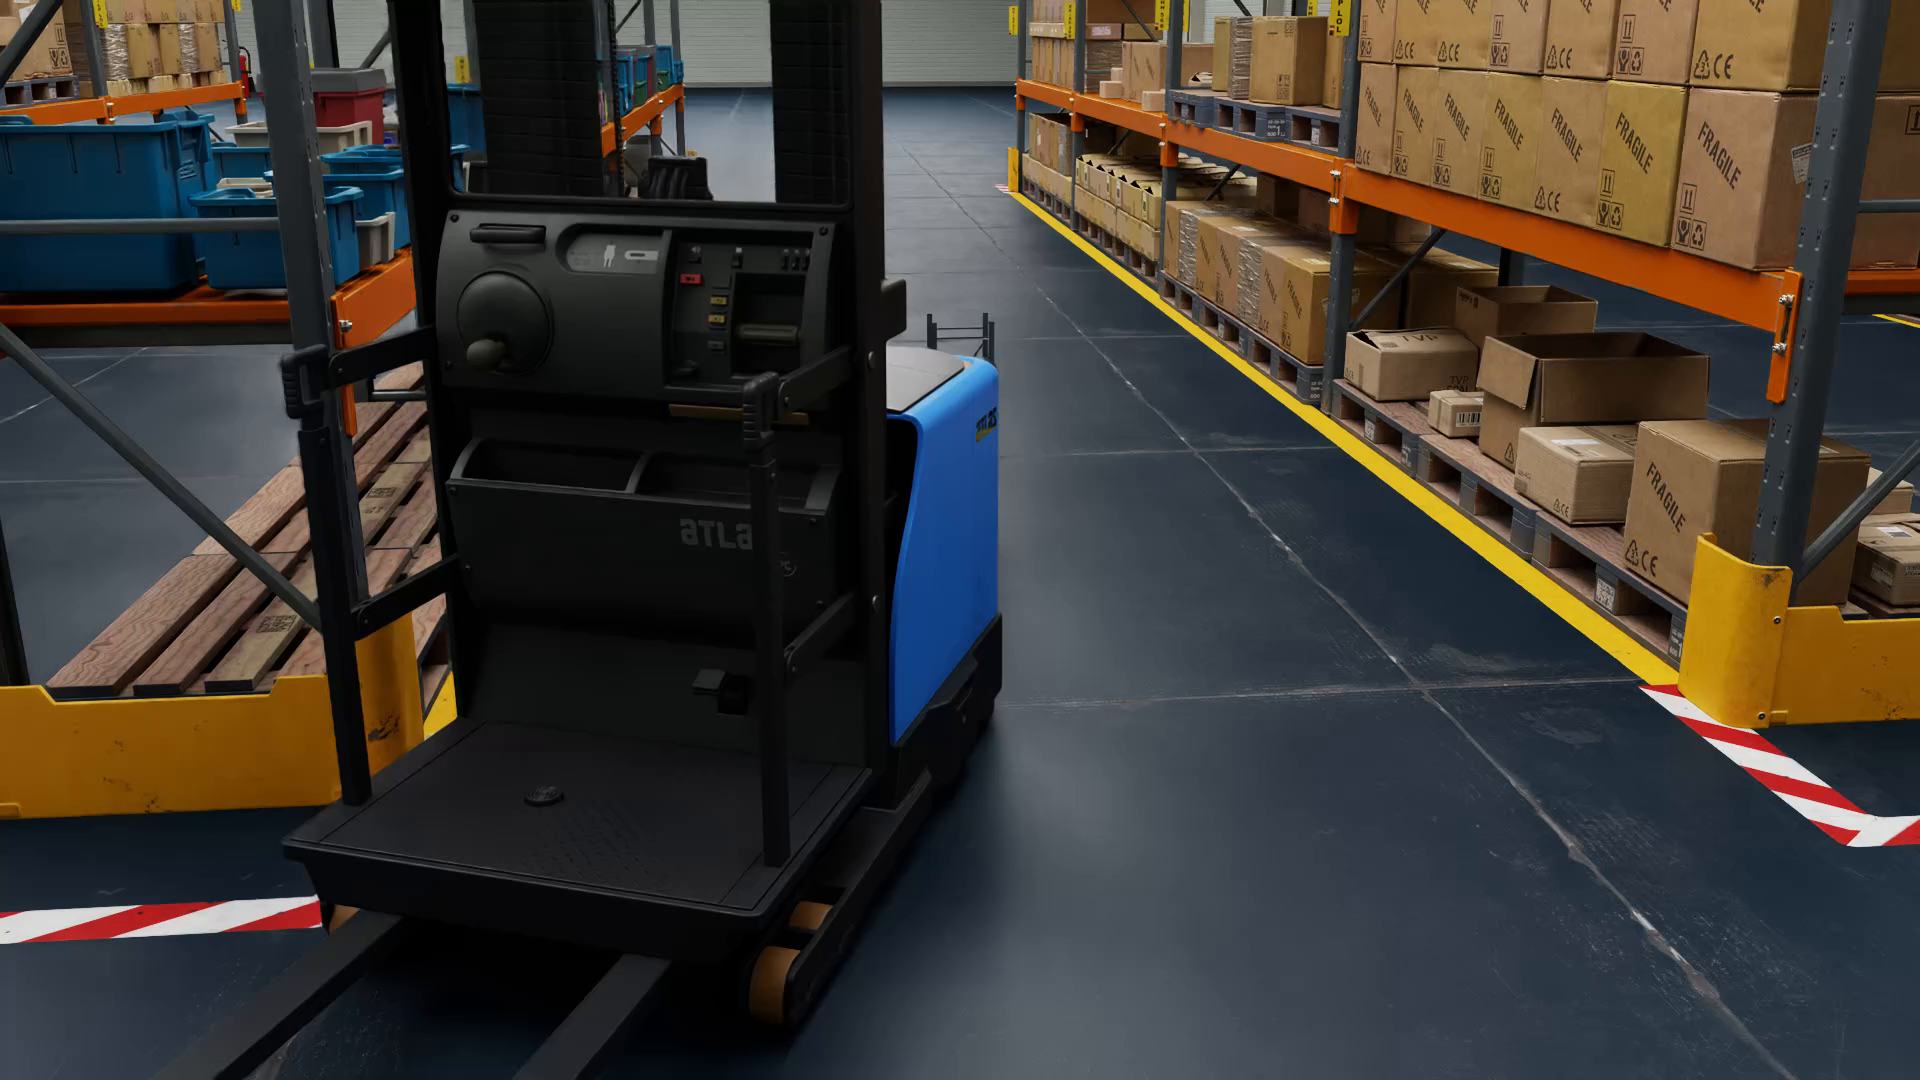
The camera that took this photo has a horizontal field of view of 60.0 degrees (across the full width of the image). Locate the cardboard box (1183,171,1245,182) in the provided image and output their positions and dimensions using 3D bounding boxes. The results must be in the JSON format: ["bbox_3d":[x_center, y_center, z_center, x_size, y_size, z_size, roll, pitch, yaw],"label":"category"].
[{"bbox_3d":[2.133,-2.932,13.961,0.500,0.311,0.500,-2,18,-7],"label":"cardboard box"}]

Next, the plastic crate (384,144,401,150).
[{"bbox_3d":[-2.601,-1.718,7.483,0.396,0.136,0.243,-2,18,-6],"label":"plastic crate"}]

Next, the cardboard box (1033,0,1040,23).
[{"bbox_3d":[1.224,-6.197,19.076,0.700,0.500,0.500,-2,18,-5],"label":"cardboard box"}]

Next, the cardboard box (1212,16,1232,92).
[{"bbox_3d":[2.185,-3.366,11.523,0.700,0.500,0.500,-8,19,-24],"label":"cardboard box"}]

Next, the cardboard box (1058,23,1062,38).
[{"bbox_3d":[1.225,-5.304,17.314,0.380,0.149,0.250,-1,17,-4],"label":"cardboard box"}]

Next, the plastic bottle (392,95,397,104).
[{"bbox_3d":[-2.927,-2.199,8.755,0.144,0.351,0.185,-2,18,-6],"label":"plastic bottle"}]

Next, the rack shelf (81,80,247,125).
[{"bbox_3d":[-8.464,-4.442,17.018,1.077,0.370,4.000,-2,18,-6],"label":"rack shelf"}]

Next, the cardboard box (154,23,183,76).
[{"bbox_3d":[-8.422,-4.961,16.807,0.875,0.500,0.500,-2,18,-6],"label":"cardboard box"}]

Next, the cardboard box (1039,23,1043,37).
[{"bbox_3d":[1.087,-5.691,18.547,0.380,0.149,0.250,-2,18,-6],"label":"cardboard box"}]

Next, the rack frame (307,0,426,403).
[{"bbox_3d":[-2.507,-1.959,7.908,1.000,3.000,0.127,-2,18,-6],"label":"rack frame"}]

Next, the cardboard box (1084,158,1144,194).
[{"bbox_3d":[1.437,-3.370,15.356,0.500,0.311,0.500,-2,18,-6],"label":"cardboard box"}]

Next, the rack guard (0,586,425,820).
[{"bbox_3d":[-2.079,0.432,4.465,1.175,0.500,0.348,-2,18,-6],"label":"rack guard"}]

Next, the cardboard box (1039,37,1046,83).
[{"bbox_3d":[1.277,-5.438,18.823,0.700,0.500,0.500,-1,17,-4],"label":"cardboard box"}]

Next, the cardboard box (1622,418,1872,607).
[{"bbox_3d":[2.532,-0.090,5.396,0.500,0.500,0.500,-2,18,-6],"label":"cardboard box"}]

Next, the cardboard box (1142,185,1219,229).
[{"bbox_3d":[1.709,-2.607,12.926,0.500,0.311,0.500,-1,17,-4],"label":"cardboard box"}]

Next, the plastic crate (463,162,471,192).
[{"bbox_3d":[-2.028,-1.352,6.315,0.293,0.136,0.466,-2,18,-6],"label":"plastic crate"}]

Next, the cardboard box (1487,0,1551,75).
[{"bbox_3d":[2.350,-2.025,6.285,0.500,0.500,0.500,-1,17,-4],"label":"cardboard box"}]

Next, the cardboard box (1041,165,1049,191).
[{"bbox_3d":[1.170,-3.961,18.174,0.500,0.250,0.500,-2,18,-6],"label":"cardboard box"}]

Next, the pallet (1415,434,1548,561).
[{"bbox_3d":[2.620,-0.211,6.997,1.003,0.211,1.213,-2,18,-6],"label":"pallet"}]

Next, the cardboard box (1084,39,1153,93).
[{"bbox_3d":[1.544,-4.674,16.389,0.700,0.500,0.500,-2,18,-7],"label":"cardboard box"}]

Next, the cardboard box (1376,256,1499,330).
[{"bbox_3d":[2.613,-1.279,9.183,0.500,0.500,0.500,-3,18,-8],"label":"cardboard box"}]

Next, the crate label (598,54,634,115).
[{"bbox_3d":[-2.753,-3.472,12.668,0.502,0.435,0.616,-2,18,-6],"label":"crate label"}]

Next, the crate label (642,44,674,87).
[{"bbox_3d":[-3.285,-5.011,17.571,0.502,0.435,0.616,-2,18,-6],"label":"crate label"}]

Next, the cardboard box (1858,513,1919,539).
[{"bbox_3d":[3.106,0.013,5.623,0.380,0.166,0.250,-2,18,-6],"label":"cardboard box"}]

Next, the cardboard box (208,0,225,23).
[{"bbox_3d":[-8.368,-5.891,18.102,0.500,0.500,0.500,-2,18,-6],"label":"cardboard box"}]

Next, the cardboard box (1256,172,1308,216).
[{"bbox_3d":[2.348,-2.389,11.467,0.500,0.250,0.500,-1,17,-4],"label":"cardboard box"}]

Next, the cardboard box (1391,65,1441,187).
[{"bbox_3d":[2.258,-1.846,7.381,0.500,0.500,0.500,-1,17,-5],"label":"cardboard box"}]

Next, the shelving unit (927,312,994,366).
[{"bbox_3d":[0.001,-0.427,6.535,0.258,0.900,0.210,-2,18,-6],"label":"shelving unit"}]

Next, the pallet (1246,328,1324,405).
[{"bbox_3d":[2.299,-1.021,9.578,1.003,0.211,1.213,-2,18,-6],"label":"pallet"}]

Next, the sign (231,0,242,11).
[{"bbox_3d":[-8.117,-6.095,18.623,0.100,0.325,0.005,-2,18,-6],"label":"sign"}]

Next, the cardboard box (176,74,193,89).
[{"bbox_3d":[-8.177,-4.739,17.183,0.380,0.149,0.250,-2,18,-6],"label":"cardboard box"}]

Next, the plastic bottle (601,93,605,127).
[{"bbox_3d":[-2.429,-2.919,11.160,0.061,0.283,0.133,-2,18,-6],"label":"plastic bottle"}]

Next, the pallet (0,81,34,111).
[{"bbox_3d":[-8.091,-3.494,13.120,1.003,0.211,1.213,-2,18,-6],"label":"pallet"}]

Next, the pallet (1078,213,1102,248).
[{"bbox_3d":[1.710,-2.945,15.706,1.003,0.211,1.213,-2,18,-6],"label":"pallet"}]

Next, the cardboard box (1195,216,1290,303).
[{"bbox_3d":[1.877,-1.870,11.063,0.500,0.500,0.500,-2,18,-6],"label":"cardboard box"}]

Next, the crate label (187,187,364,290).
[{"bbox_3d":[-1.792,-0.799,4.395,0.416,0.233,0.303,-2,18,-6],"label":"crate label"}]

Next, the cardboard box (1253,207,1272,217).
[{"bbox_3d":[2.338,-2.048,11.632,0.500,0.500,0.500,-1,17,-3],"label":"cardboard box"}]

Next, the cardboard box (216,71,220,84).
[{"bbox_3d":[-8.411,-5.108,18.359,0.380,0.149,0.250,-2,18,-6],"label":"cardboard box"}]

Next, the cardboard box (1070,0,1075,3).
[{"bbox_3d":[1.490,-5.443,16.674,0.700,0.500,0.500,-2,18,-6],"label":"cardboard box"}]

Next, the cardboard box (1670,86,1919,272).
[{"bbox_3d":[2.516,-1.092,4.979,0.500,0.500,0.500,-1,17,-4],"label":"cardboard box"}]

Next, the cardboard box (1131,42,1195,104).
[{"bbox_3d":[1.765,-4.006,14.263,0.500,0.500,0.500,-2,18,-6],"label":"cardboard box"}]

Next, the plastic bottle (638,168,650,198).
[{"bbox_3d":[-3.146,-3.537,16.623,0.144,0.351,0.185,-2,18,-6],"label":"plastic bottle"}]

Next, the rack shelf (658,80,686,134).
[{"bbox_3d":[-3.538,-4.595,17.506,1.077,0.370,4.000,-2,18,-6],"label":"rack shelf"}]

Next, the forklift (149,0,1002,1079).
[{"bbox_3d":[-0.774,-0.517,3.431,1.130,2.935,3.031,5,18,15],"label":"forklift"}]

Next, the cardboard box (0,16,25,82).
[{"bbox_3d":[-7.988,-3.925,13.298,0.797,0.503,0.637,0,17,0],"label":"cardboard box"}]

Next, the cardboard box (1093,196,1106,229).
[{"bbox_3d":[1.498,-2.948,14.949,0.500,0.250,0.500,-2,18,-7],"label":"cardboard box"}]

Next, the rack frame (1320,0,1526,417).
[{"bbox_3d":[2.421,-2.111,8.392,1.000,3.000,0.127,-2,18,-6],"label":"rack frame"}]

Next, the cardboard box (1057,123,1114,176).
[{"bbox_3d":[1.290,-4.021,17.115,0.500,0.500,0.500,-2,18,-6],"label":"cardboard box"}]

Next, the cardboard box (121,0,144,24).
[{"bbox_3d":[-8.105,-5.147,15.730,0.500,0.500,0.500,-2,18,-6],"label":"cardboard box"}]

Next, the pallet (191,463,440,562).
[{"bbox_3d":[-2.263,-0.046,6.471,1.003,0.211,1.213,-2,18,-6],"label":"pallet"}]

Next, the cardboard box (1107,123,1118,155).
[{"bbox_3d":[1.800,-4.037,17.165,0.500,0.500,0.500,-2,18,-6],"label":"cardboard box"}]

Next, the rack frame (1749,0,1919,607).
[{"bbox_3d":[2.833,-0.919,4.596,1.000,3.000,0.127,-2,18,-6],"label":"rack frame"}]

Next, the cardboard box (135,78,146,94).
[{"bbox_3d":[-8.083,-4.365,15.993,0.380,0.149,0.250,-2,18,-6],"label":"cardboard box"}]

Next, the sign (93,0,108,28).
[{"bbox_3d":[-7.707,-4.760,14.897,0.100,0.325,0.005,-2,18,-6],"label":"sign"}]
